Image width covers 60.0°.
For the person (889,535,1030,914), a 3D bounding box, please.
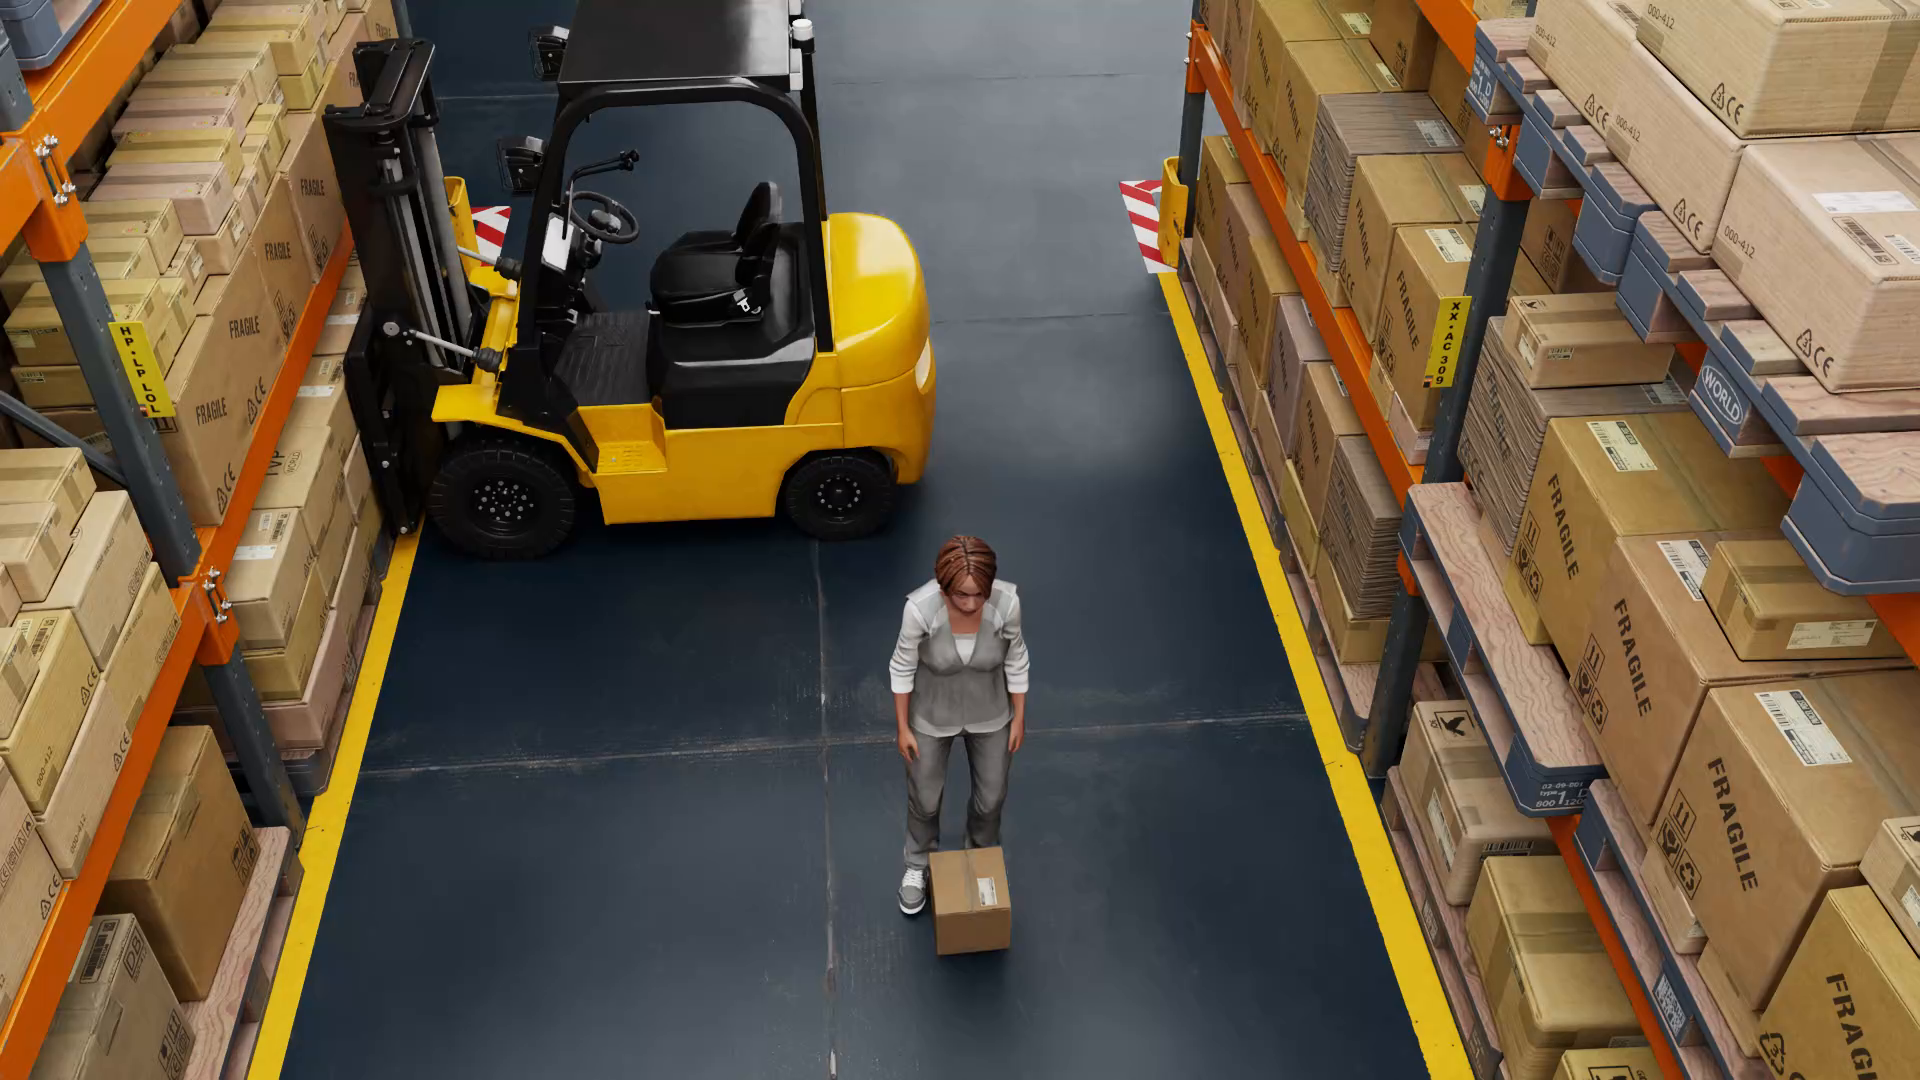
[{"bbox_3d":[0.002,0.600,5.439,0.459,1.594,0.374,-4,40,-5],"label":"person"}]
